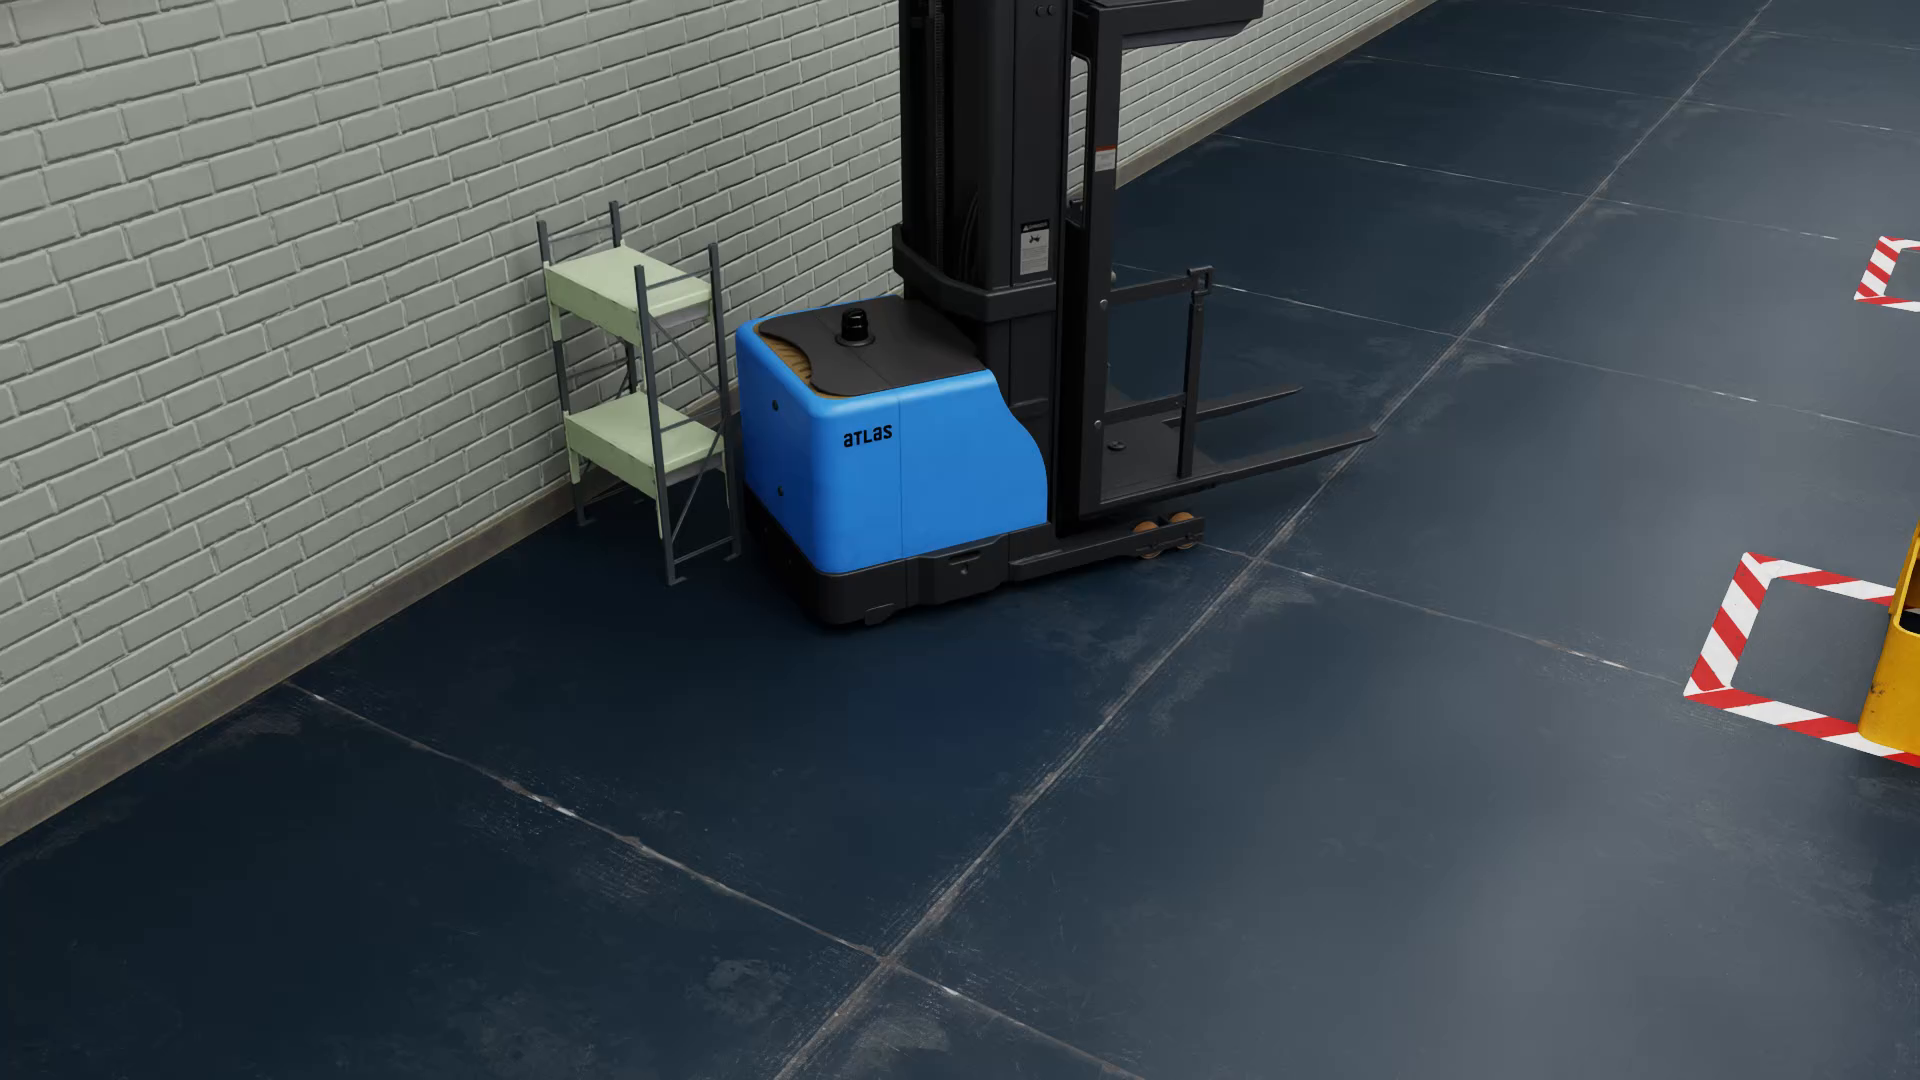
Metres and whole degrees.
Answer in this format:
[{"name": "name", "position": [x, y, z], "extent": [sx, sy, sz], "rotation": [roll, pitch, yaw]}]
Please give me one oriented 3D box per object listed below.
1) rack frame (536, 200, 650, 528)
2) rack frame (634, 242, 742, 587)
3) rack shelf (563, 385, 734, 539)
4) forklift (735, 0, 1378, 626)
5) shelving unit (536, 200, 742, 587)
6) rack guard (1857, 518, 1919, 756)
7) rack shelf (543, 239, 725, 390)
[{"name": "rack frame", "position": [-1.660, -0.780, 7.599], "extent": [0.400, 1.500, 0.023], "rotation": [-26, 39, -37]}, {"name": "rack frame", "position": [-1.154, -0.513, 7.142], "extent": [0.400, 1.500, 0.023], "rotation": [-26, 39, -37]}, {"name": "rack shelf", "position": [-1.407, -0.365, 7.534], "extent": [0.431, 0.370, 0.720], "rotation": [-26, 39, -37]}, {"name": "forklift", "position": [0.558, -1.405, 7.250], "extent": [3.031, 2.935, 1.130], "rotation": [-14, 33, -23]}, {"name": "shelving unit", "position": [-1.407, -0.647, 7.370], "extent": [0.431, 1.500, 0.755], "rotation": [-26, 39, -37]}, {"name": "rack guard", "position": [3.925, 0.344, 6.664], "extent": [0.348, 0.500, 1.175], "rotation": [18, 35, 27]}, {"name": "rack shelf", "position": [-1.407, -0.984, 7.174], "extent": [0.431, 0.370, 0.720], "rotation": [-26, 39, -37]}]
